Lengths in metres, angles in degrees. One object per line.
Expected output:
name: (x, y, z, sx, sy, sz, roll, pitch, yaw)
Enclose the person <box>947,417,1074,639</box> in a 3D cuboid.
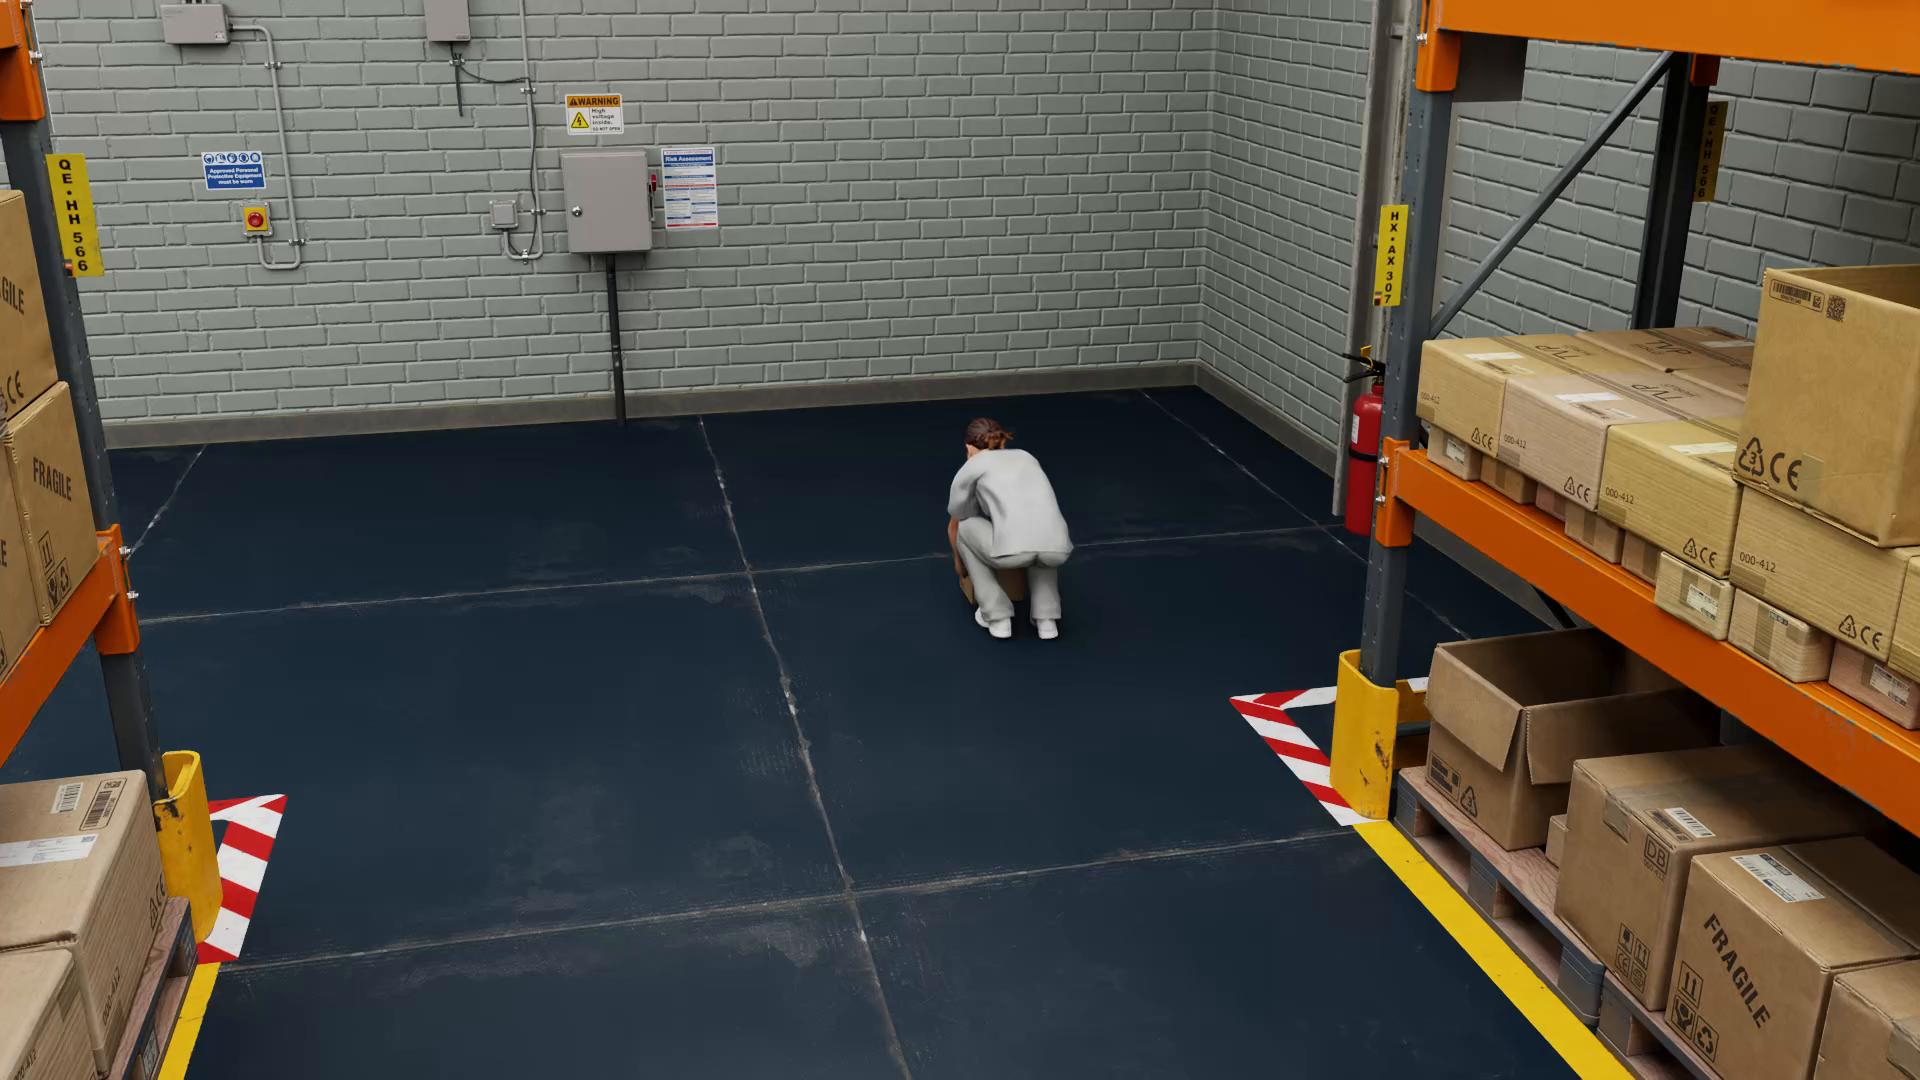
person: (0.214, -0.042, 7.389, 0.482, 0.872, 0.799, -5, 20, -13)
